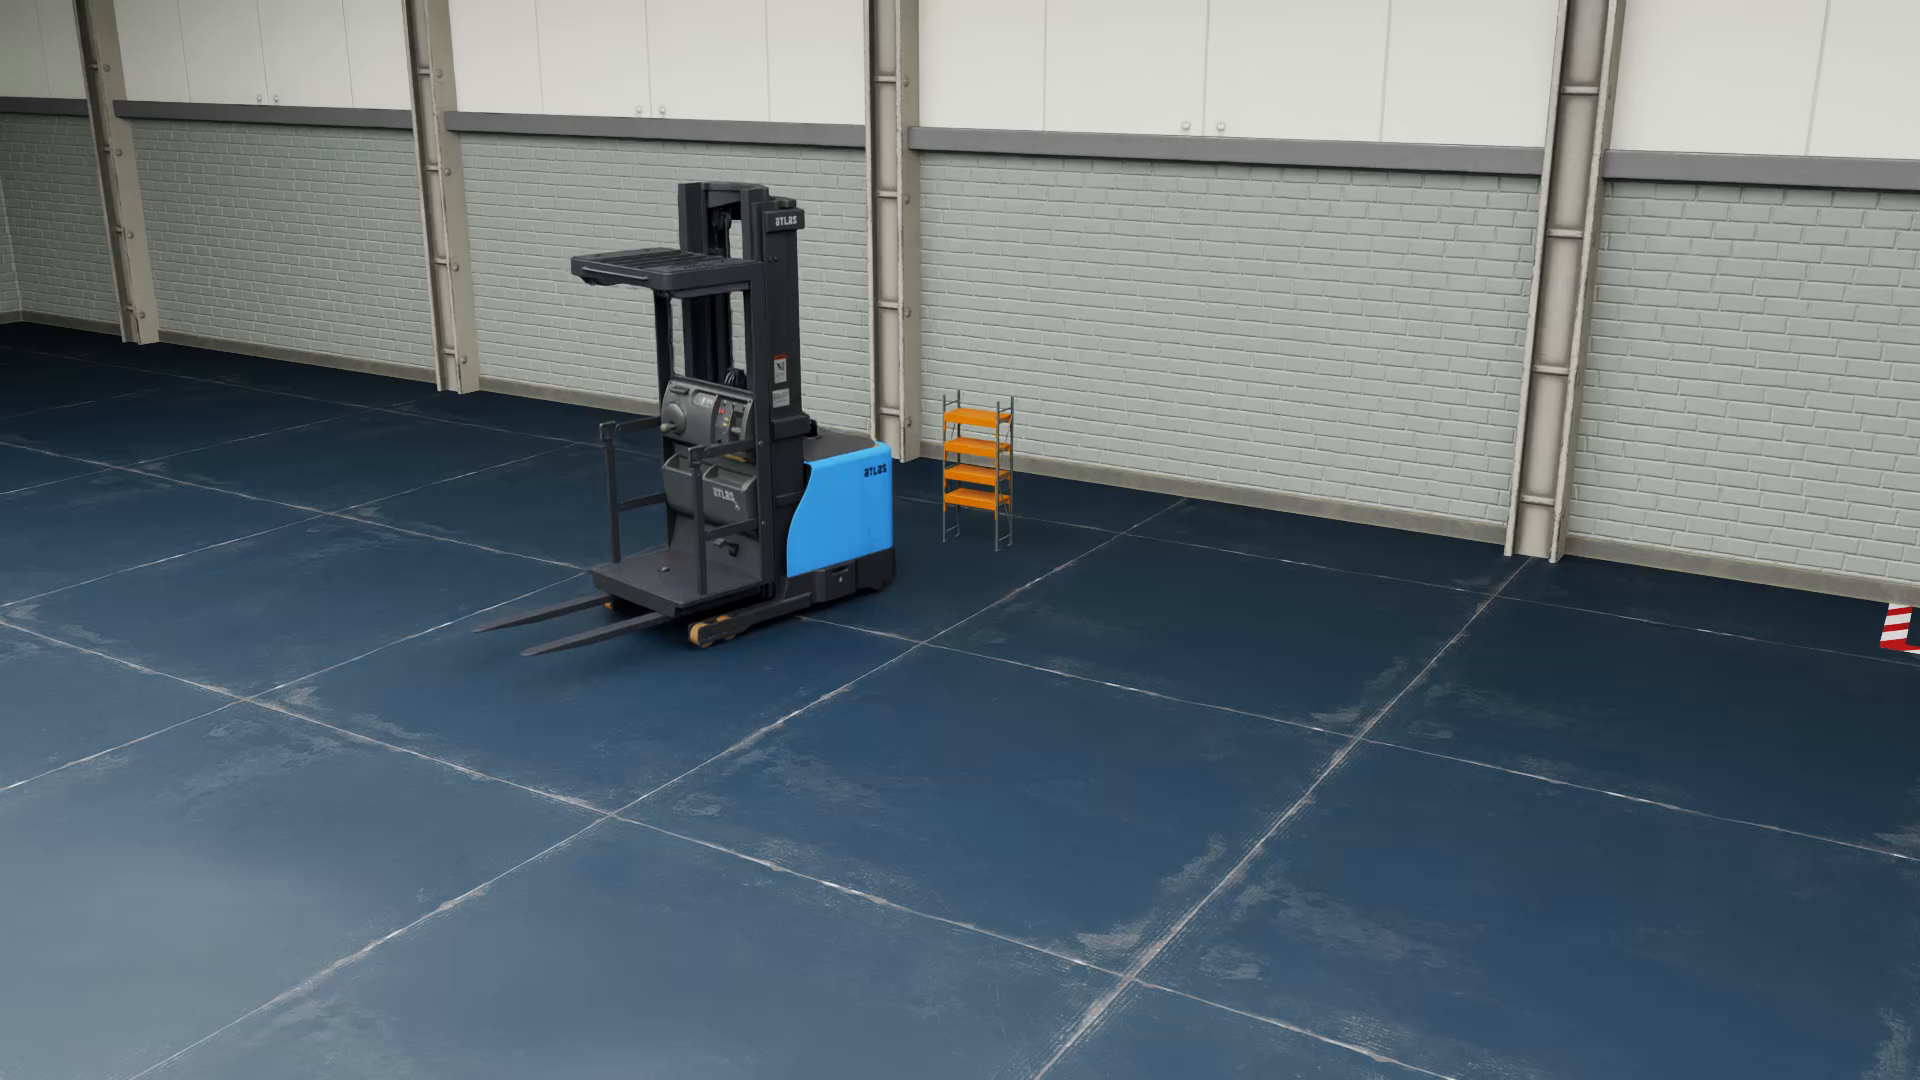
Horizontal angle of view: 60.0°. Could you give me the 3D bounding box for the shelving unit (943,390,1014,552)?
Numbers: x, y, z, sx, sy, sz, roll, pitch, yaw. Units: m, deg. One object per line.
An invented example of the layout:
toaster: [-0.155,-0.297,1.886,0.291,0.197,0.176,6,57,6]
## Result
shelving unit: [0.141,-0.549,13.124,0.503,1.200,0.258,10,20,30]

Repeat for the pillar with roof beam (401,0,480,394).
pillar with roof beam: [-7.980,-4.955,14.212,0.400,9.000,9.100,10,20,30]

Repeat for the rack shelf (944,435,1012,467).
rack shelf: [0.141,-0.699,13.078,0.480,0.148,0.258,10,20,30]

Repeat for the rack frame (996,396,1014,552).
rack frame: [0.349,-0.512,13.002,0.015,1.200,0.240,10,20,30]

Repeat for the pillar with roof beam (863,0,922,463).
pillar with roof beam: [-2.868,-4.043,11.207,0.400,9.000,9.100,10,20,30]

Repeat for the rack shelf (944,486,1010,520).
rack shelf: [0.141,-0.295,13.201,0.480,0.148,0.258,10,20,30]

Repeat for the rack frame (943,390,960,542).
rack frame: [-0.067,-0.586,13.246,0.015,1.200,0.240,10,20,30]

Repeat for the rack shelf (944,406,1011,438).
rack shelf: [0.141,-0.925,13.010,0.480,0.148,0.258,10,20,30]

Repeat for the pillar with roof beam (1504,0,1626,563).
pillar with roof beam: [2.245,-3.130,8.203,0.400,9.000,9.100,10,20,30]

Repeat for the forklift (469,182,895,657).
forklift: [-1.866,-0.857,11.158,1.130,2.935,3.031,16,23,42]

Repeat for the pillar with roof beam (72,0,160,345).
pillar with roof beam: [-13.093,-5.868,17.216,0.400,9.000,9.100,10,20,30]

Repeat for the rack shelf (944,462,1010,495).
rack shelf: [0.141,-0.485,13.143,0.480,0.148,0.258,10,20,30]
